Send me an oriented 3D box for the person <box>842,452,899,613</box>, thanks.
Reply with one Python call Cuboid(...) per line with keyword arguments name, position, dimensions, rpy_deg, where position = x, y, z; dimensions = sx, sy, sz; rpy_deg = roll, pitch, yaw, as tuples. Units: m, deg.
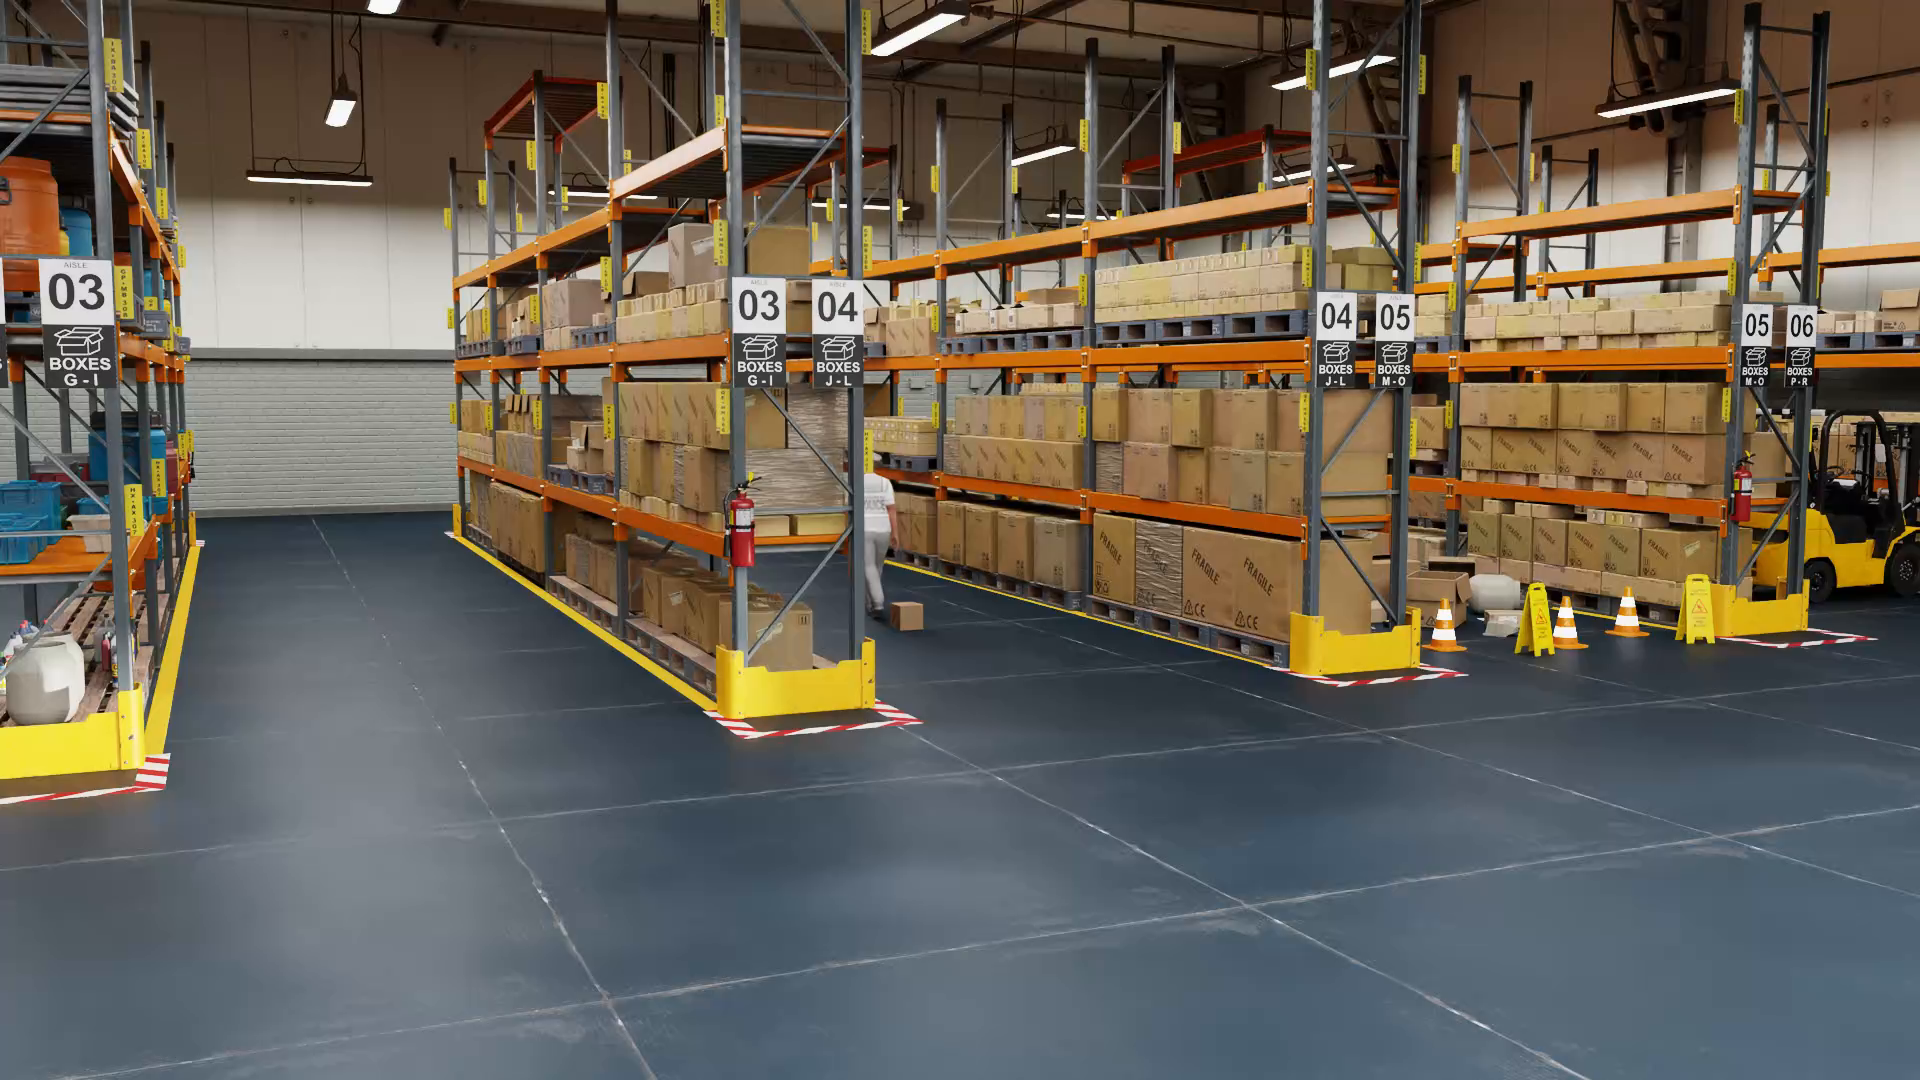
Cuboid(name="person", position=(-0.963, -0.087, 17.644), dimensions=(0.566, 1.710, 1.077), rpy_deg=(-2, 6, -20))
